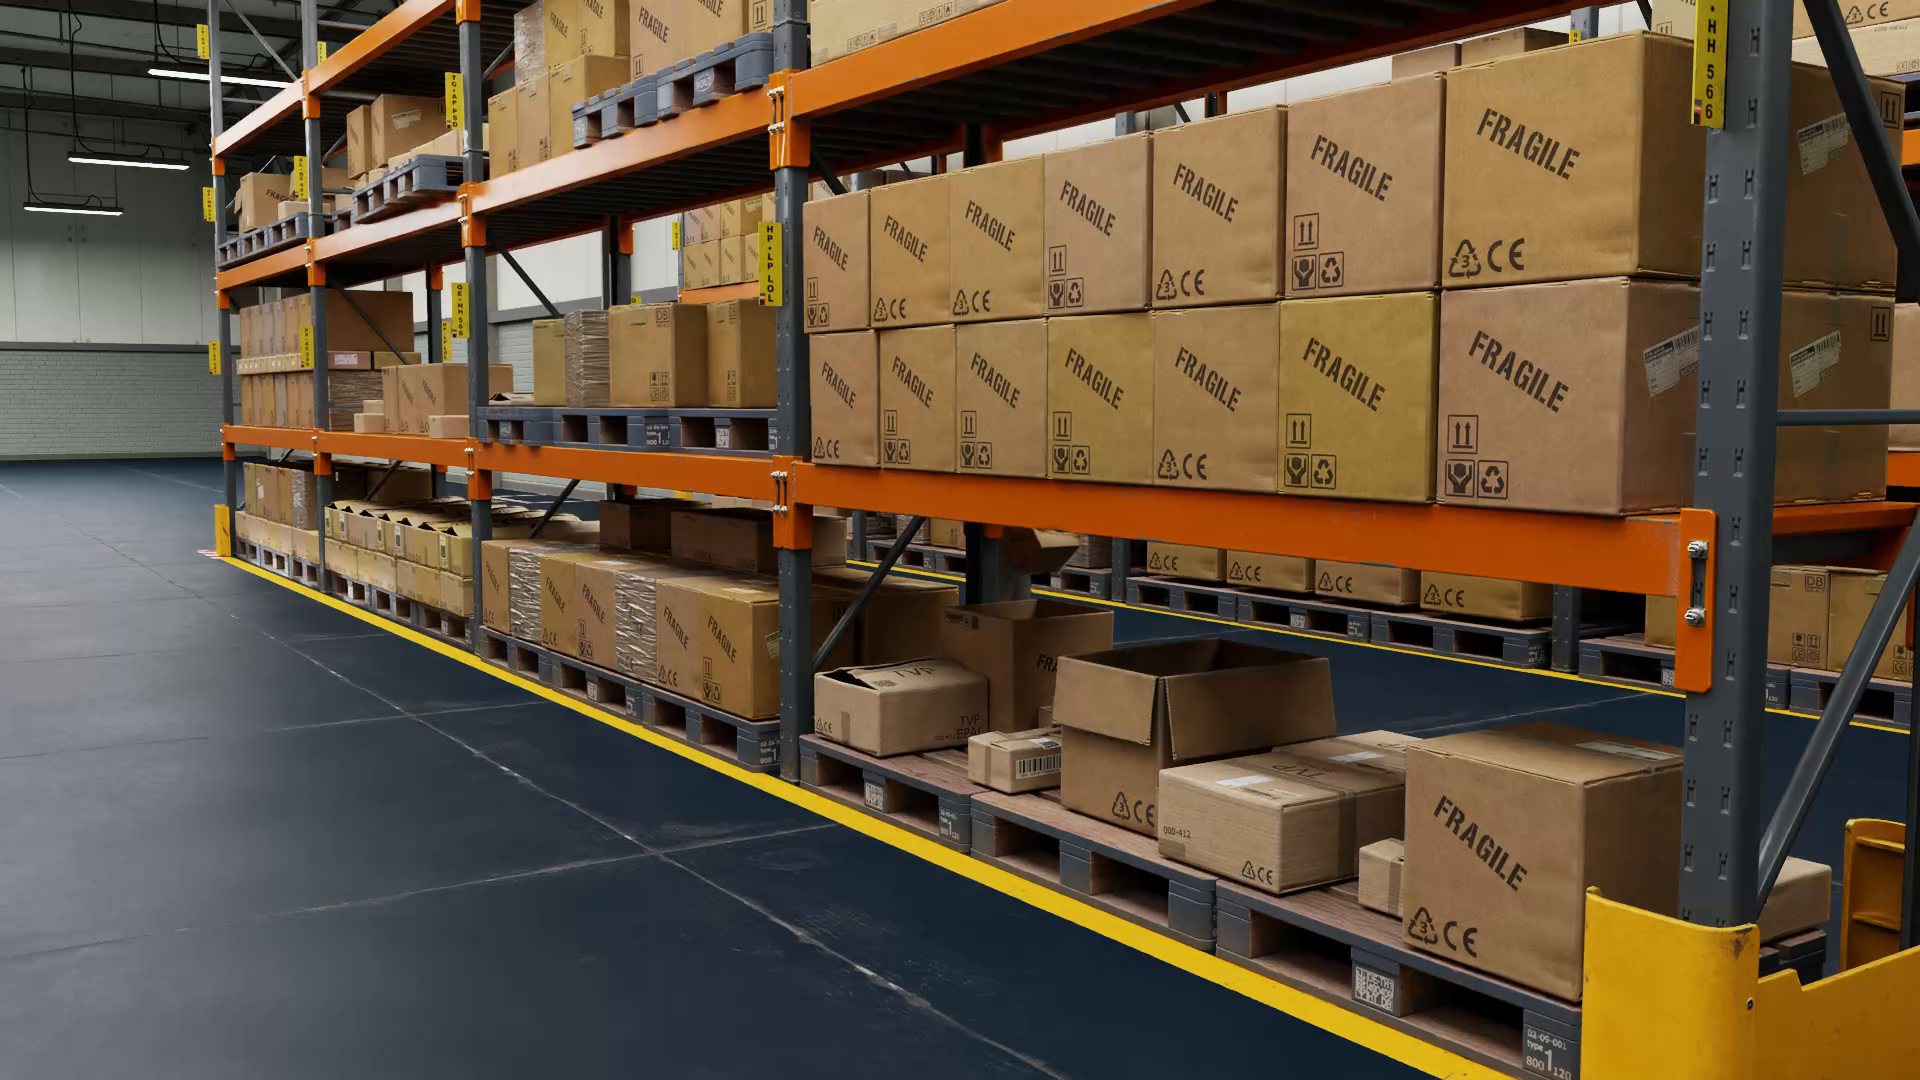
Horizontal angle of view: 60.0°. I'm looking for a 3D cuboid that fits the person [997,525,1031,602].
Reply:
[{"bbox_3d":[0.263,-0.039,8.818,0.475,1.689,0.542,2,5,26],"label":"person"}]
